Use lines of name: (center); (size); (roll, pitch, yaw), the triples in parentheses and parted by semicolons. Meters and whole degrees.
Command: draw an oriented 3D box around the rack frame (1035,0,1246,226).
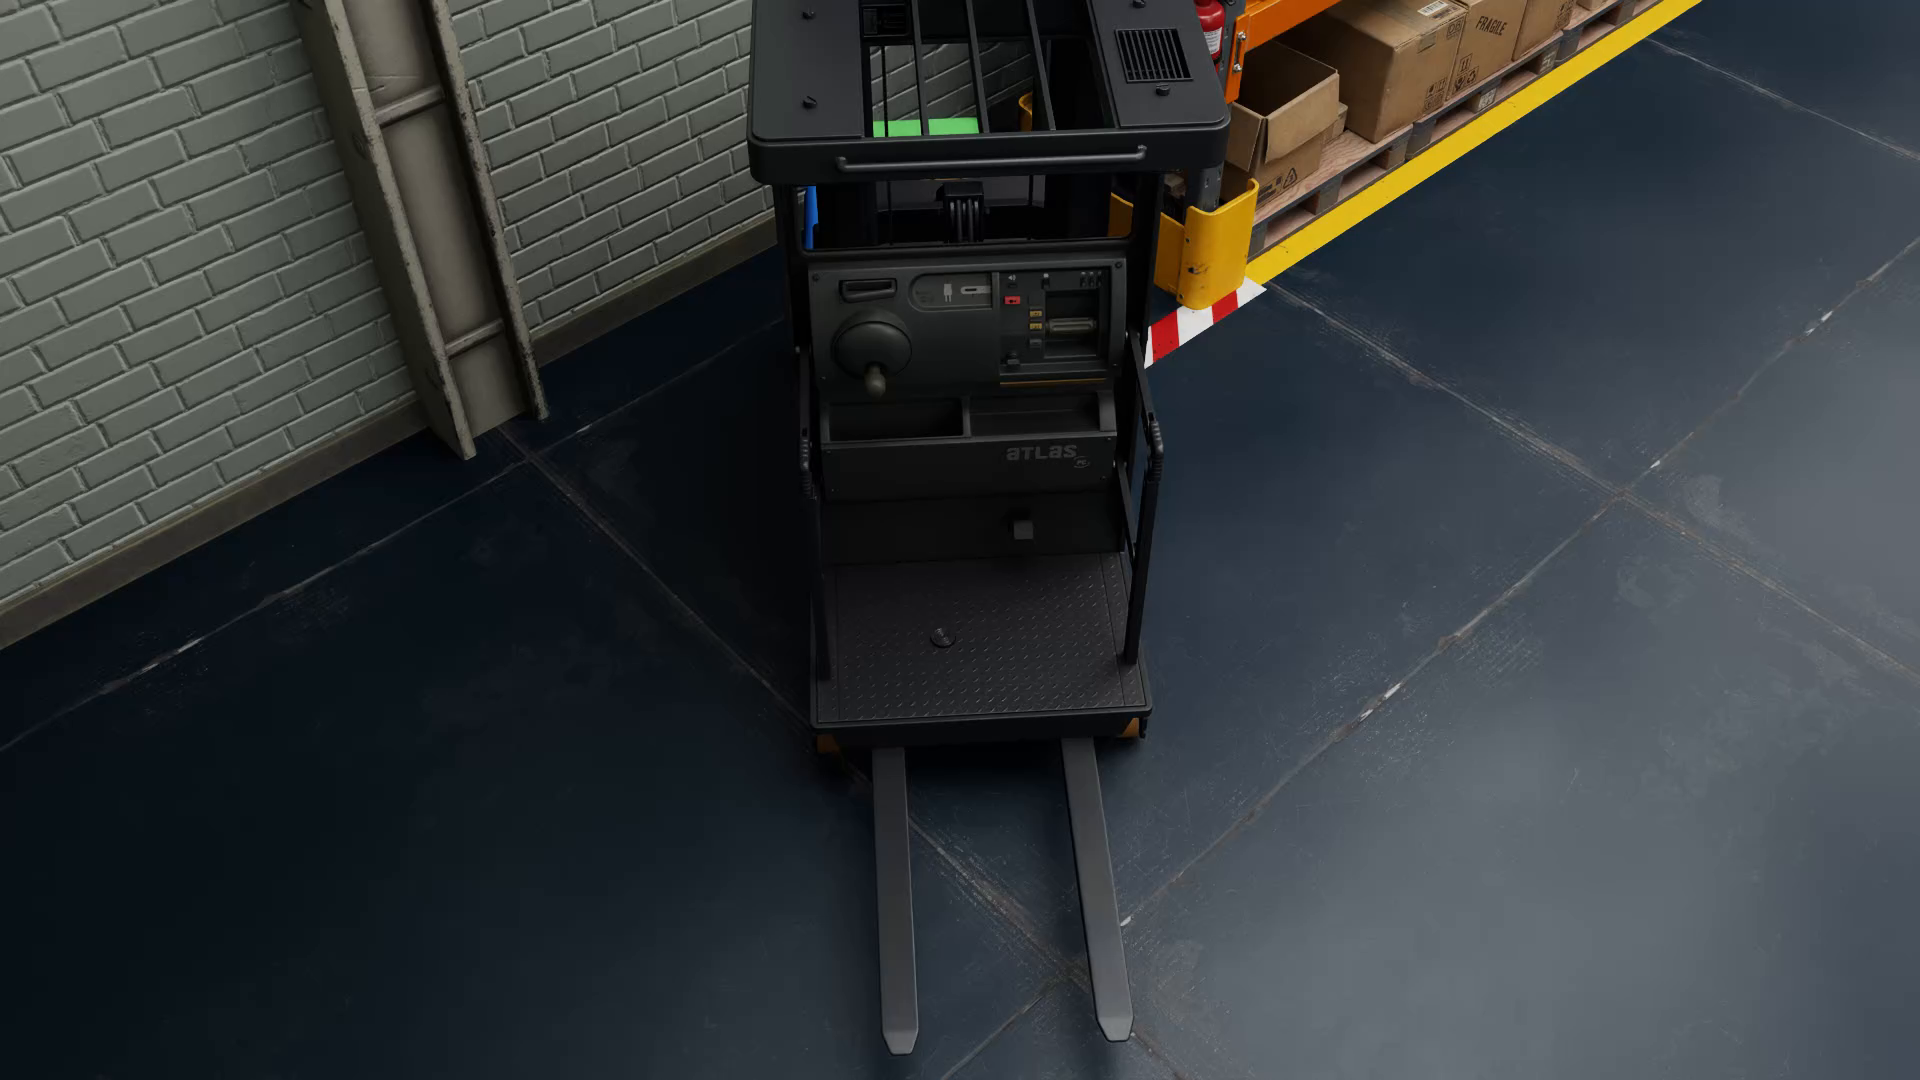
rack frame: (0.697, -2.353, 6.380); (0.127, 3.000, 1.000); (-34, 56, -27)

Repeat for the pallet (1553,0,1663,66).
pallet: (3.148, -3.046, 8.917); (1.213, 0.211, 1.003); (-34, 56, -27)

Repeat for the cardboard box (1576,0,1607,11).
cardboard box: (3.178, -2.934, 8.491); (0.258, 0.266, 0.396); (-32, 55, -26)

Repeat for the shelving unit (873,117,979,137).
shelving unit: (-0.157, -1.166, 6.509); (0.503, 1.200, 0.258); (-3, 47, -3)

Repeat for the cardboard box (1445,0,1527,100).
cardboard box: (2.330, -2.507, 7.937); (0.500, 0.500, 0.500); (-33, 55, -27)

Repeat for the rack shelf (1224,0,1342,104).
rack shelf: (2.177, -3.098, 7.557); (4.000, 0.370, 1.077); (-34, 56, -27)

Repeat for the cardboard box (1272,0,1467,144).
cardboard box: (1.872, -2.300, 7.746); (0.500, 0.500, 0.700); (-32, 55, -26)

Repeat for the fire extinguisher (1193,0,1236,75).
fire extinguisher: (0.899, -1.876, 6.246); (0.183, 0.674, 0.296); (-34, 56, -27)

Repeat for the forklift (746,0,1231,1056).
forklift: (0.041, -0.536, 4.750); (1.130, 2.935, 3.031); (-3, 47, -3)

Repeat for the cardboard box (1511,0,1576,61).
cardboard box: (2.640, -2.813, 8.220); (0.500, 0.500, 0.700); (-36, 57, -28)

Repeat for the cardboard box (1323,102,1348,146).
cardboard box: (1.554, -1.968, 7.679); (0.250, 0.149, 0.380); (-36, 57, -28)

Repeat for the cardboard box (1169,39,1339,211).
cardboard box: (1.213, -1.899, 7.374); (0.637, 0.503, 0.797); (-36, 57, -28)

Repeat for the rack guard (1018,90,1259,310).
rack guard: (0.753, -1.543, 7.333); (0.348, 0.500, 1.175); (-34, 56, -27)

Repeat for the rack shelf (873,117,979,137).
rack shelf: (-0.157, -1.448, 6.203); (0.480, 0.148, 0.258); (-3, 47, -3)

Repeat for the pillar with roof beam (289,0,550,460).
pillar with roof beam: (0.992, -1.203, 1.237); (0.400, 9.000, 9.100); (-34, 56, -27)

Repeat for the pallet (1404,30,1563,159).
pallet: (2.245, -2.439, 8.357); (1.213, 0.211, 1.003); (-34, 56, -27)

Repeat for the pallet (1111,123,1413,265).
pallet: (1.342, -1.839, 7.804); (1.213, 0.211, 1.003); (-34, 56, -27)
